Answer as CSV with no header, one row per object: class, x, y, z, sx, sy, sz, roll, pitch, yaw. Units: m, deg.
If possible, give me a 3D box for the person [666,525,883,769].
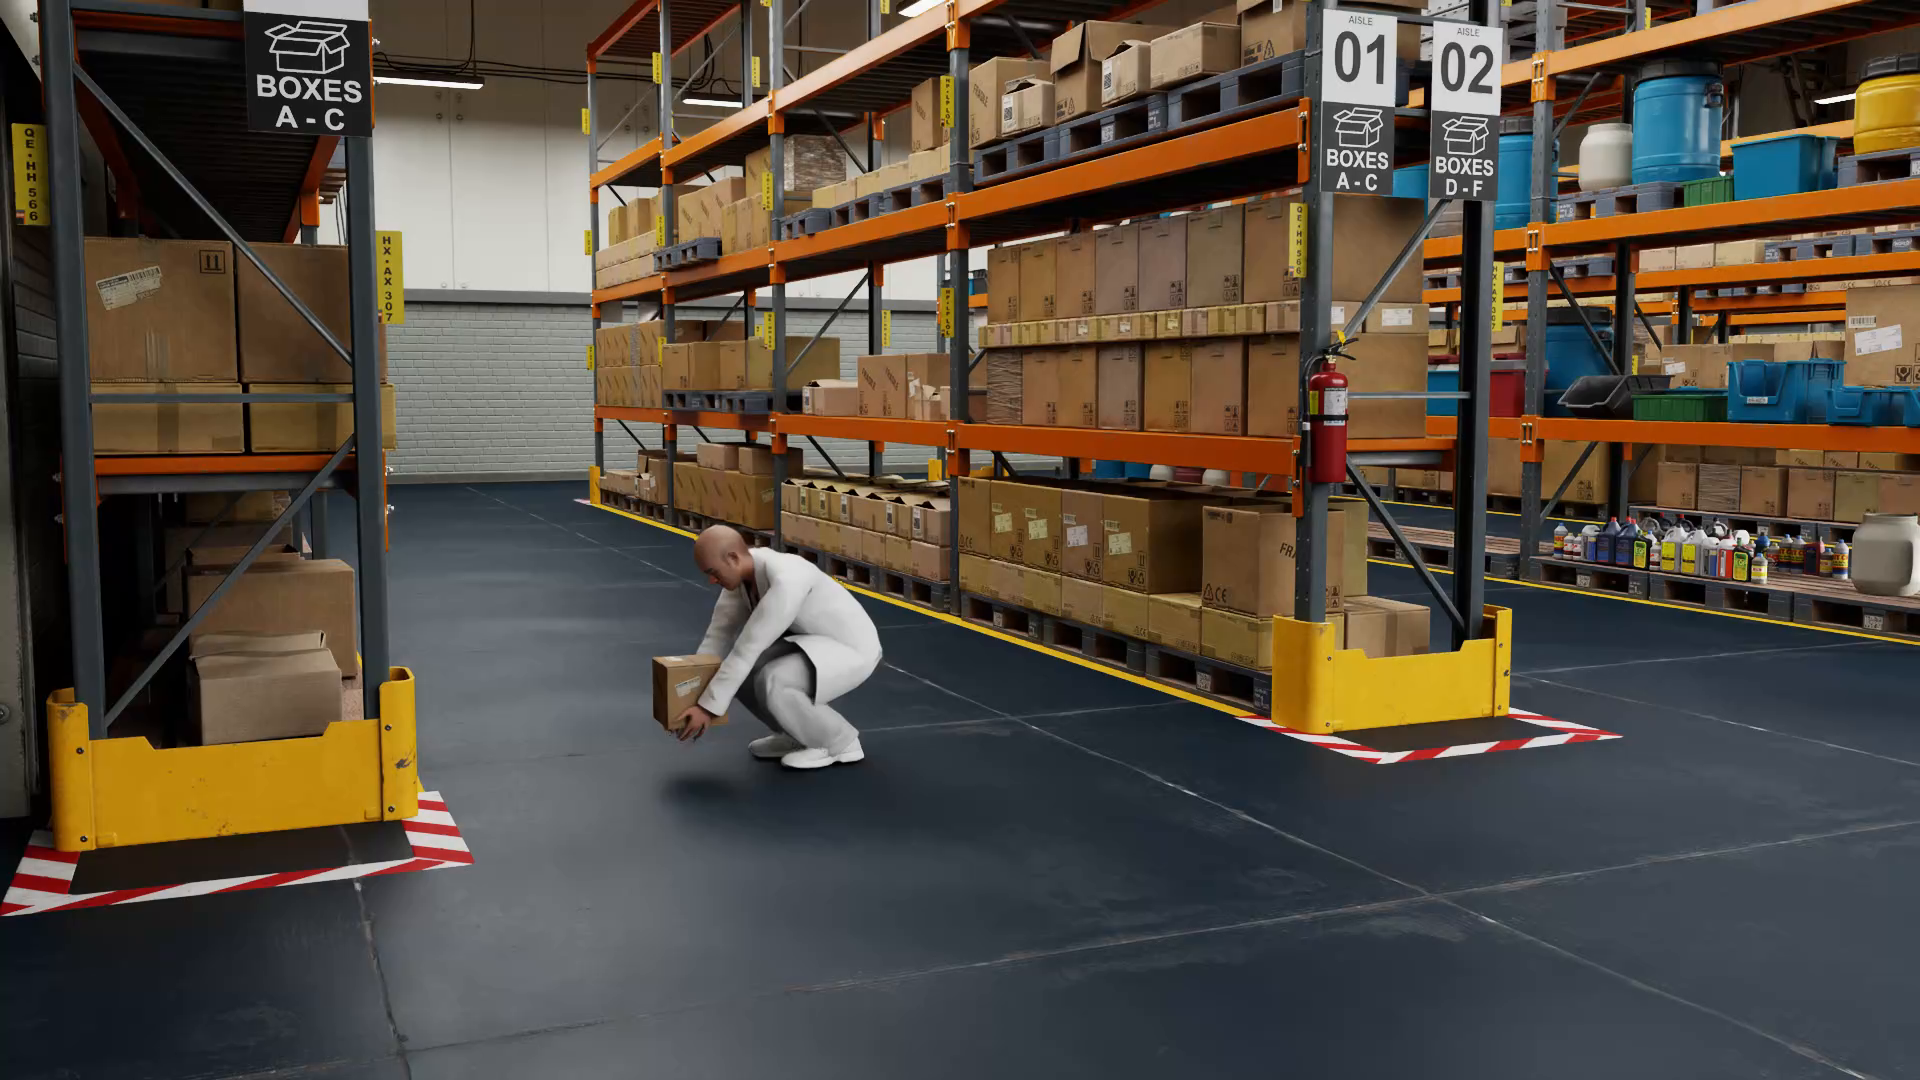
person,-0.763,0.427,6.834,0.922,1.000,0.579,-2,6,-25
